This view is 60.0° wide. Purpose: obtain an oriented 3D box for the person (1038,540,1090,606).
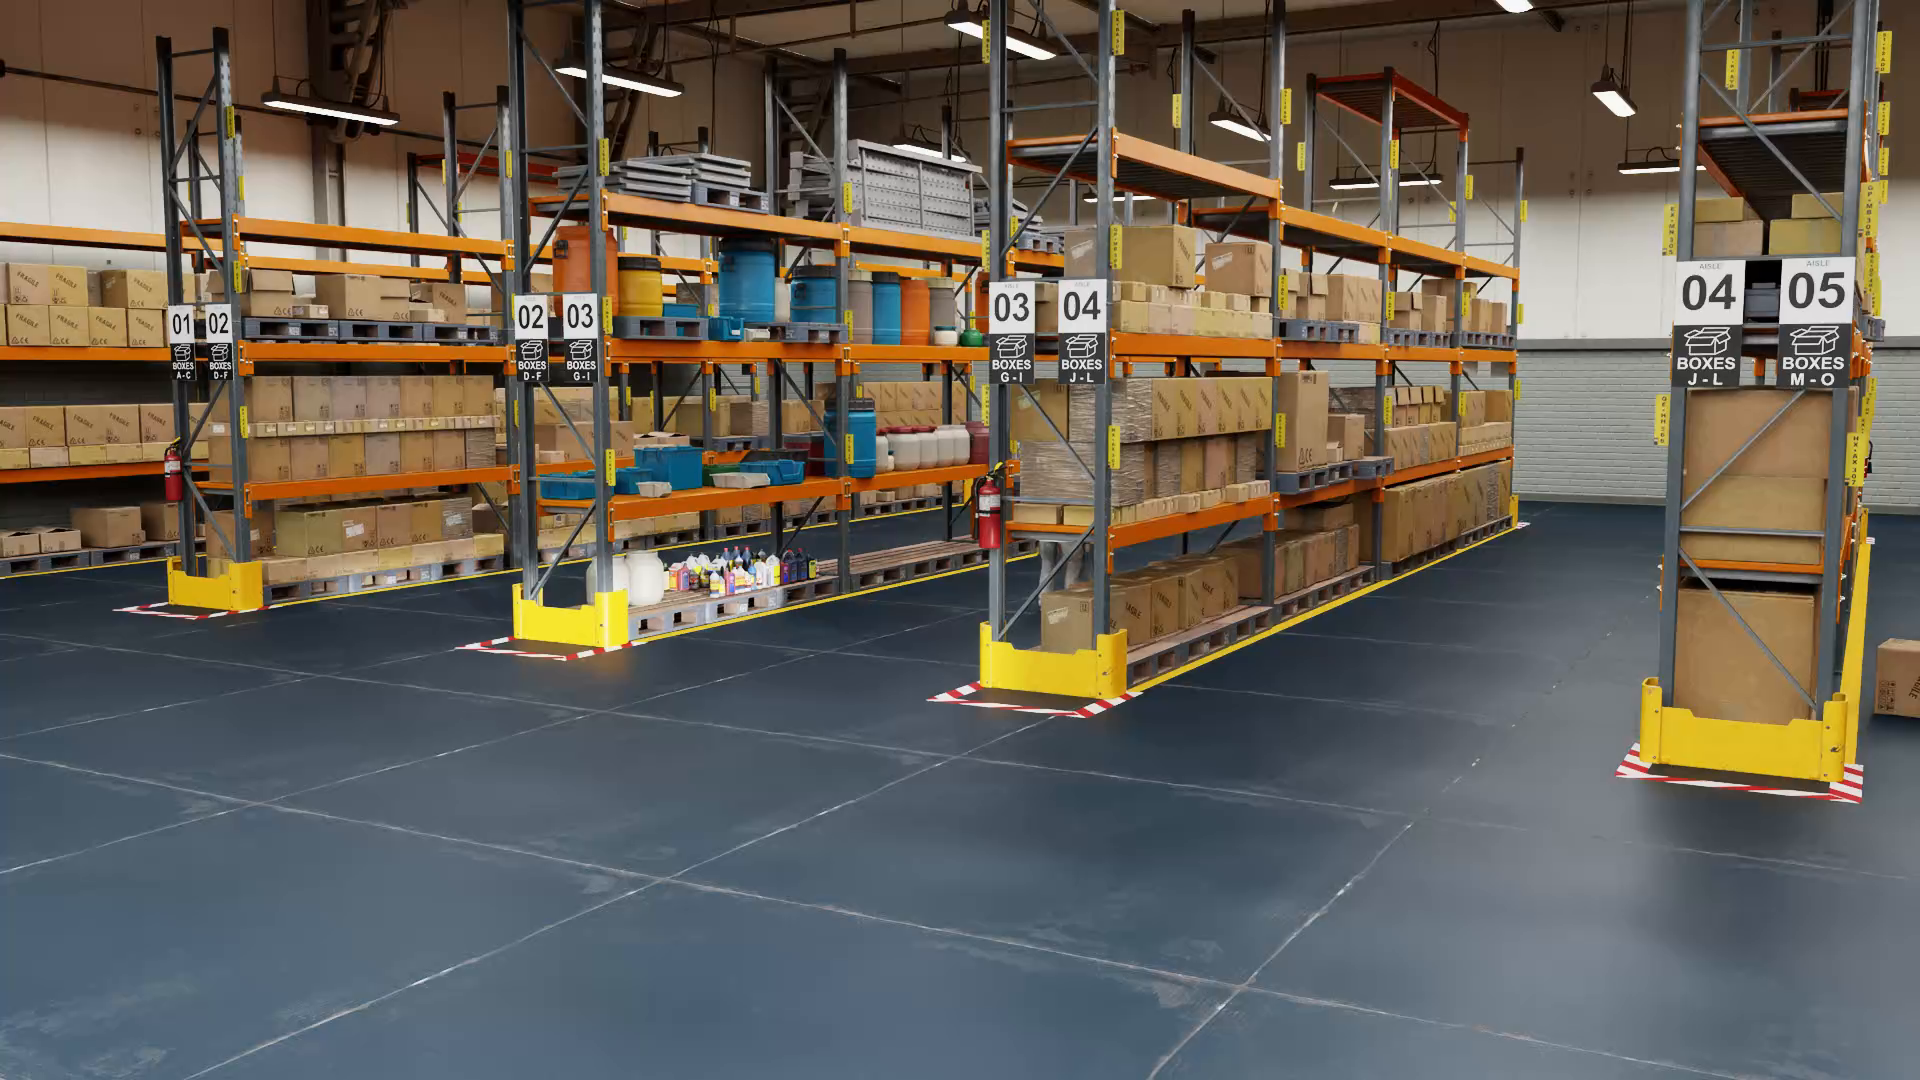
[{"bbox_3d":[1.110,-0.028,17.467,0.483,1.534,0.824,3,7,27],"label":"person"}]
